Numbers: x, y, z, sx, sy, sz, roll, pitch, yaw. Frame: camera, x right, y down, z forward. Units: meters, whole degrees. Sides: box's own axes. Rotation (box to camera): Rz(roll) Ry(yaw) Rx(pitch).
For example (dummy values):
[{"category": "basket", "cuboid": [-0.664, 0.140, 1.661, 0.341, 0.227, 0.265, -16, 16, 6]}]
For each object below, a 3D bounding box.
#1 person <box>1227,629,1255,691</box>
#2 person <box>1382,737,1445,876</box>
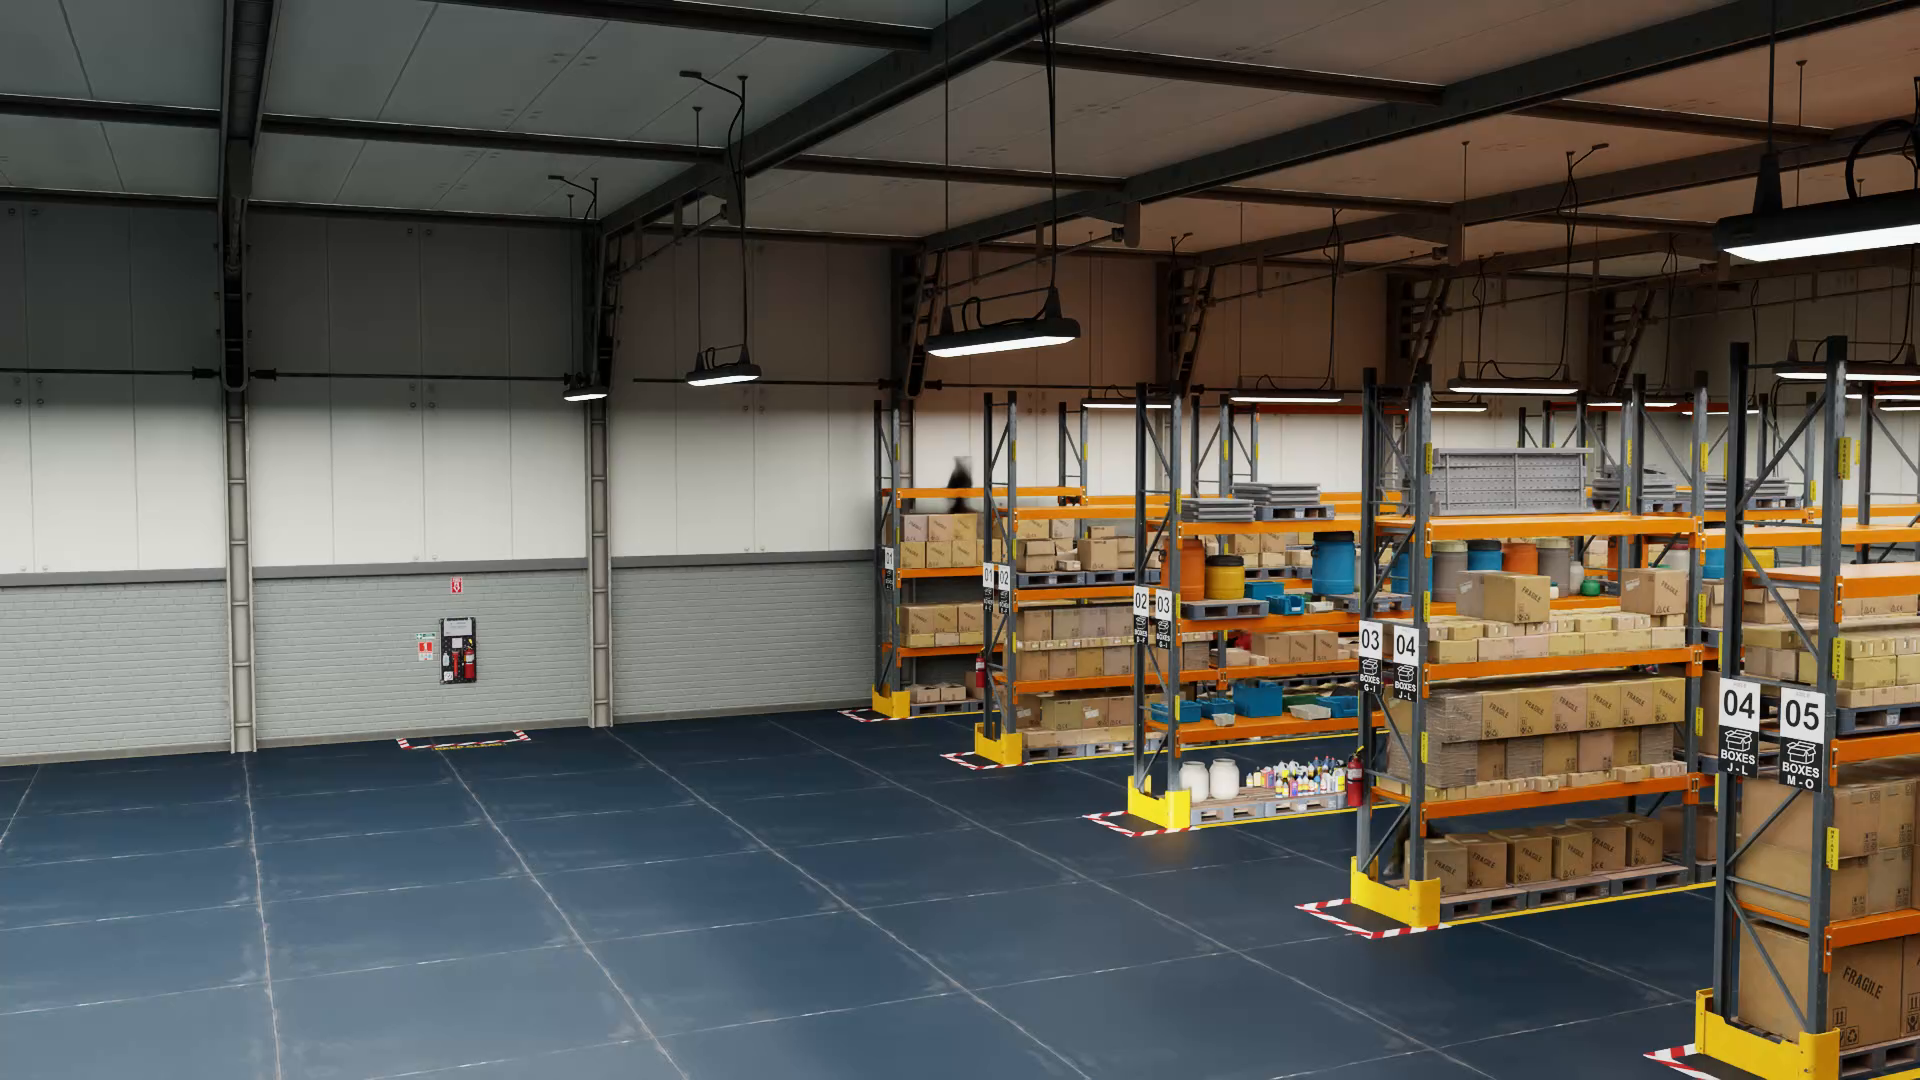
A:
[{"category": "person", "cuboid": [5.417, 2.458, 31.941, 0.717, 1.767, 0.634, -2, 4, -34]}, {"category": "person", "cuboid": [5.542, 3.164, 20.132, 1.093, 1.744, 0.757, -2, 4, -36]}]
